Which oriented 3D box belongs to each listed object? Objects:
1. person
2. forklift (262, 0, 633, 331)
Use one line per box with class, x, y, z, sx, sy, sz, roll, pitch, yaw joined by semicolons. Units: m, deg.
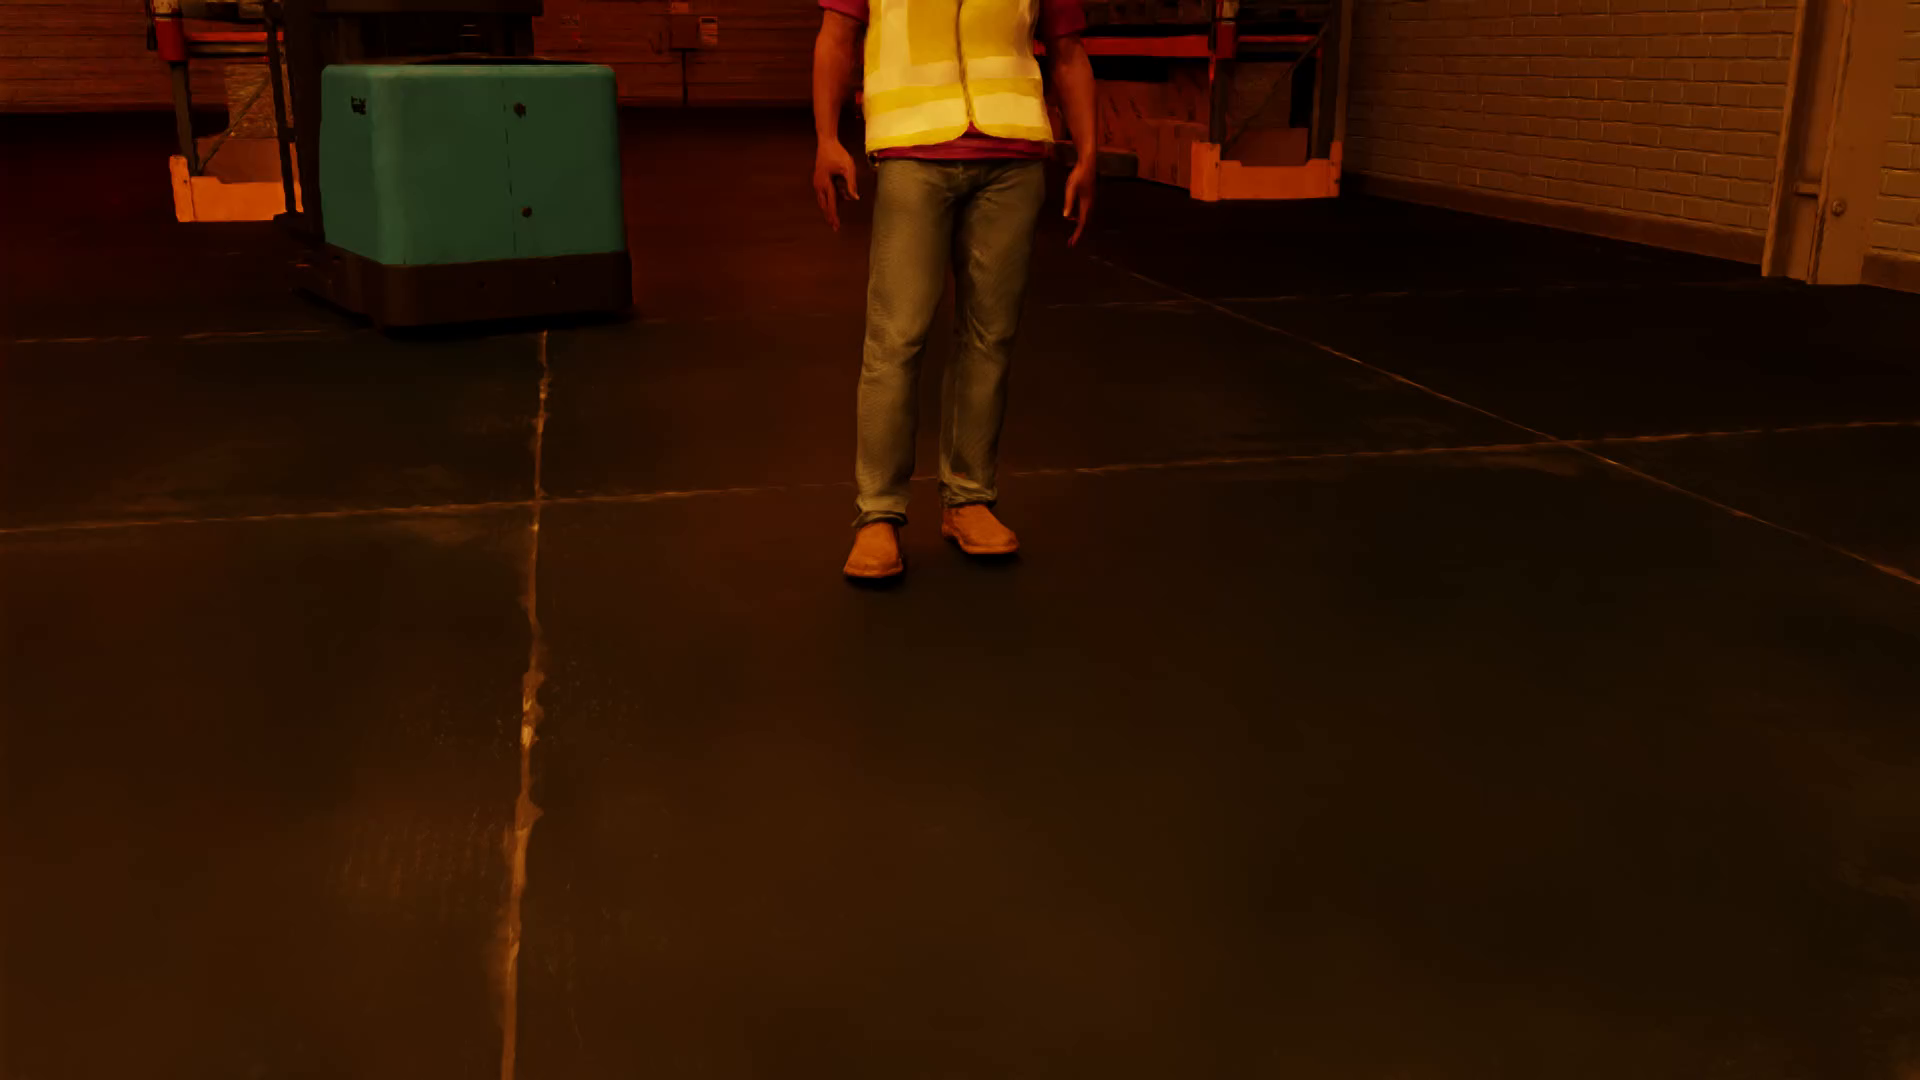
person;0.011;-0.834;3.696;0.665;1.766;0.576;-4;17;-12
forklift;-2.638;-2.620;7.693;1.130;2.935;3.031;-10;19;-31
